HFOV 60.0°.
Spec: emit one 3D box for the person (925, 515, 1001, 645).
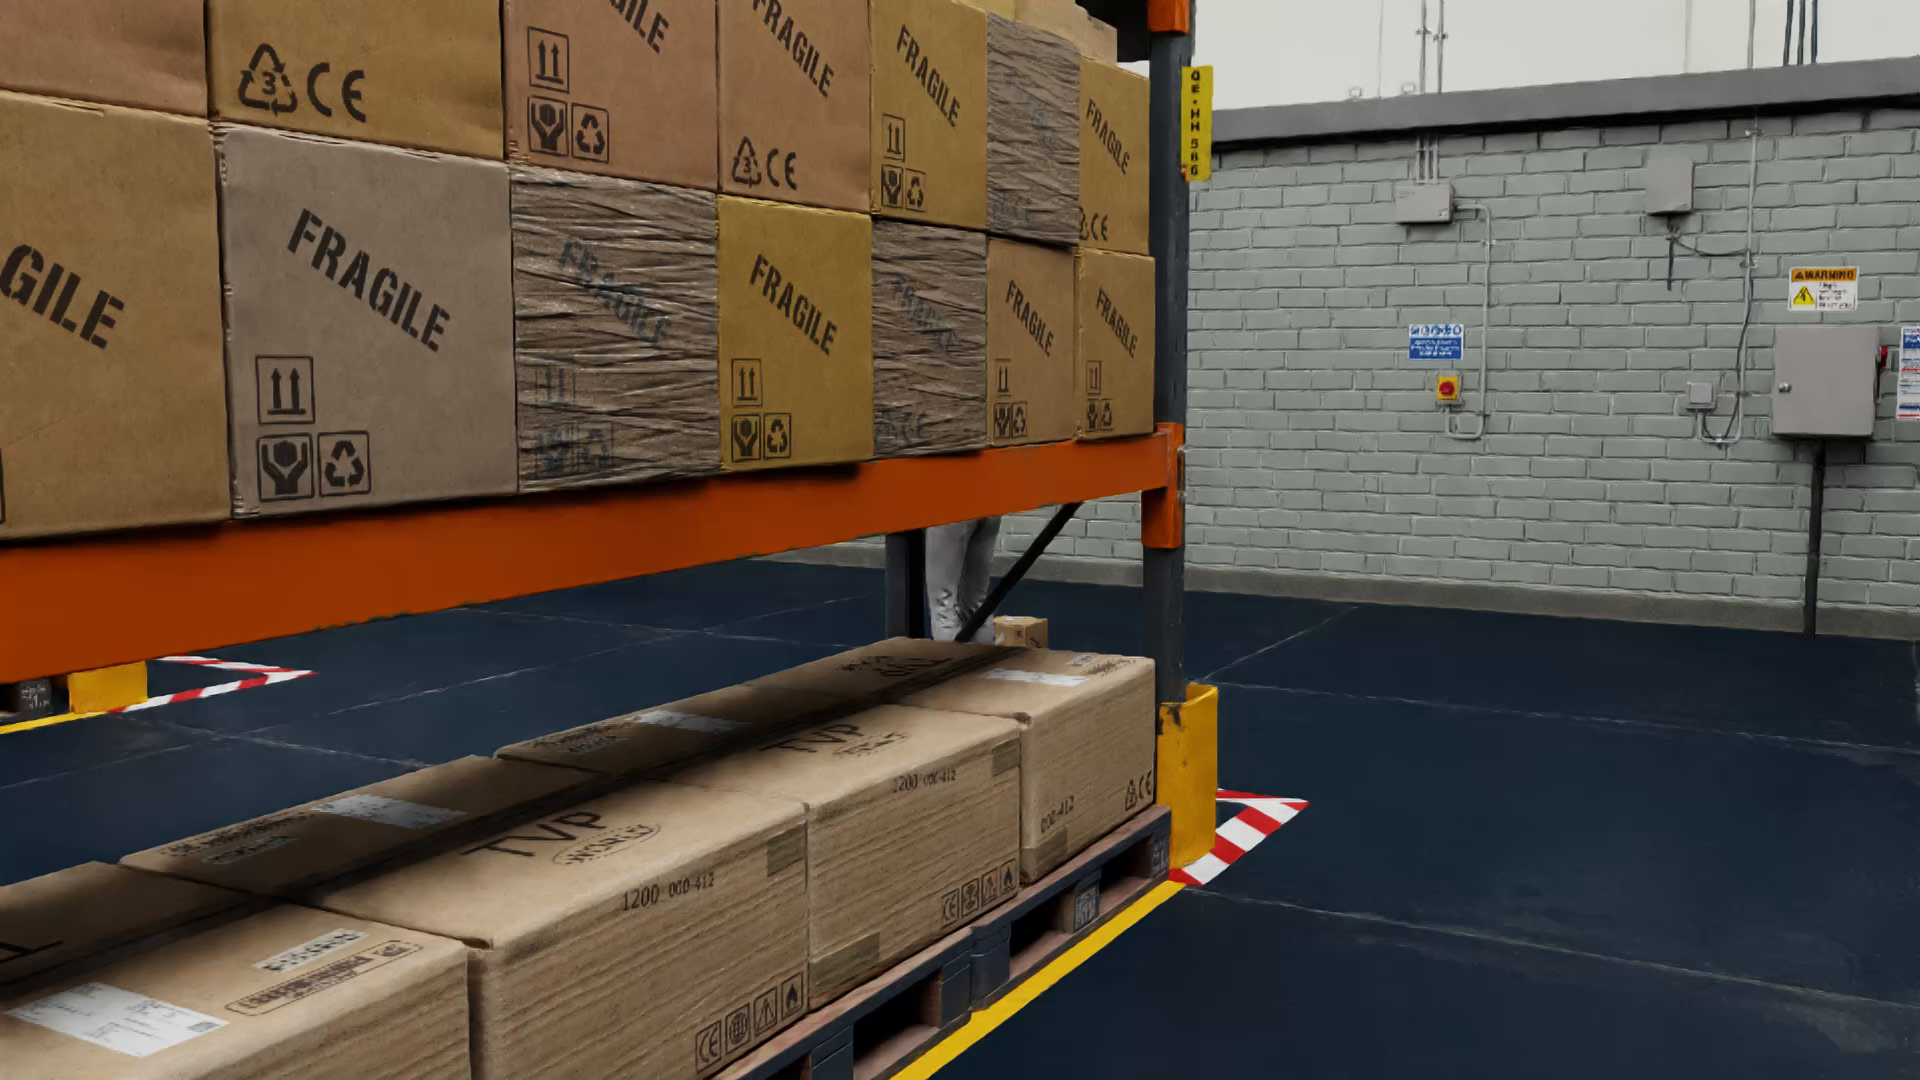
[{"bbox_3d":[-0.014,-0.076,7.030,0.378,1.714,0.509,6,8,44],"label":"person"}]
